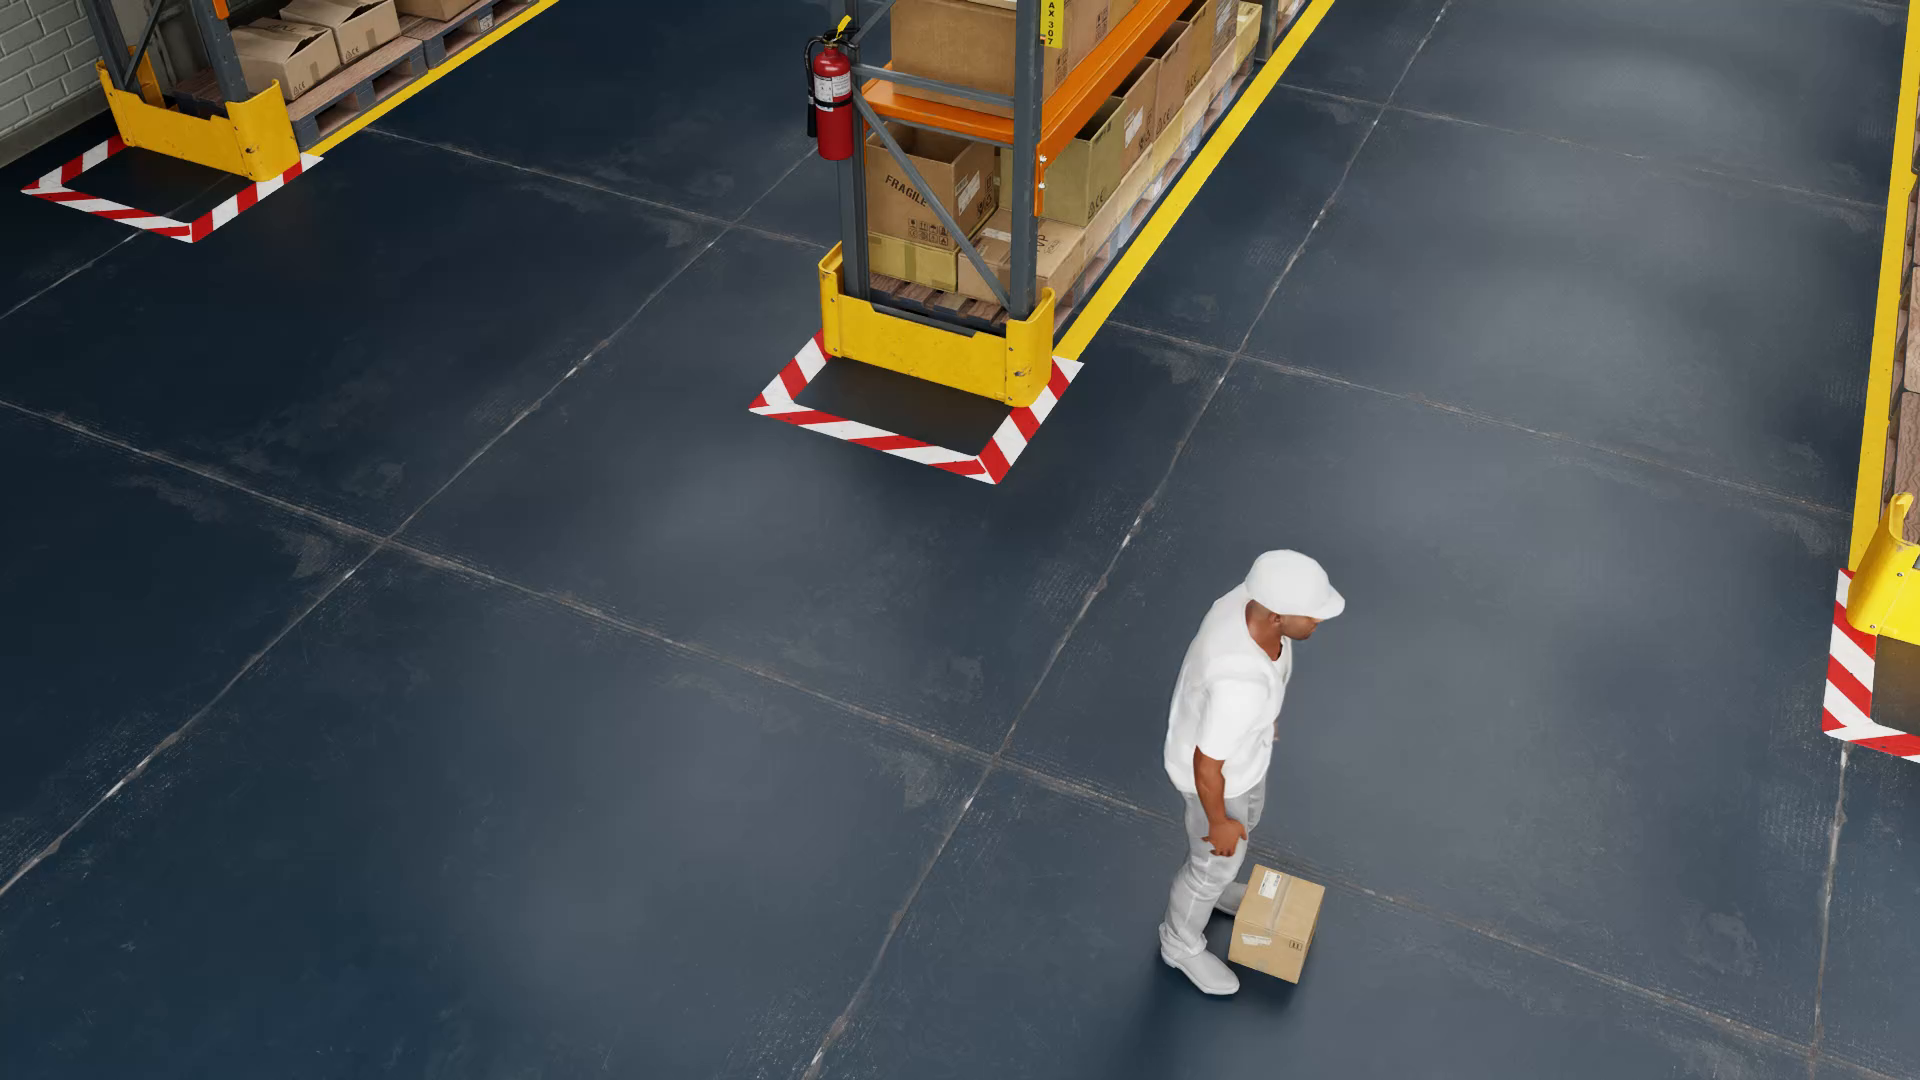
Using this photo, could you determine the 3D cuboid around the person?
[{"bbox_3d":[0.892,0.706,5.355,0.454,1.761,0.636,15,44,16],"label":"person"}]
